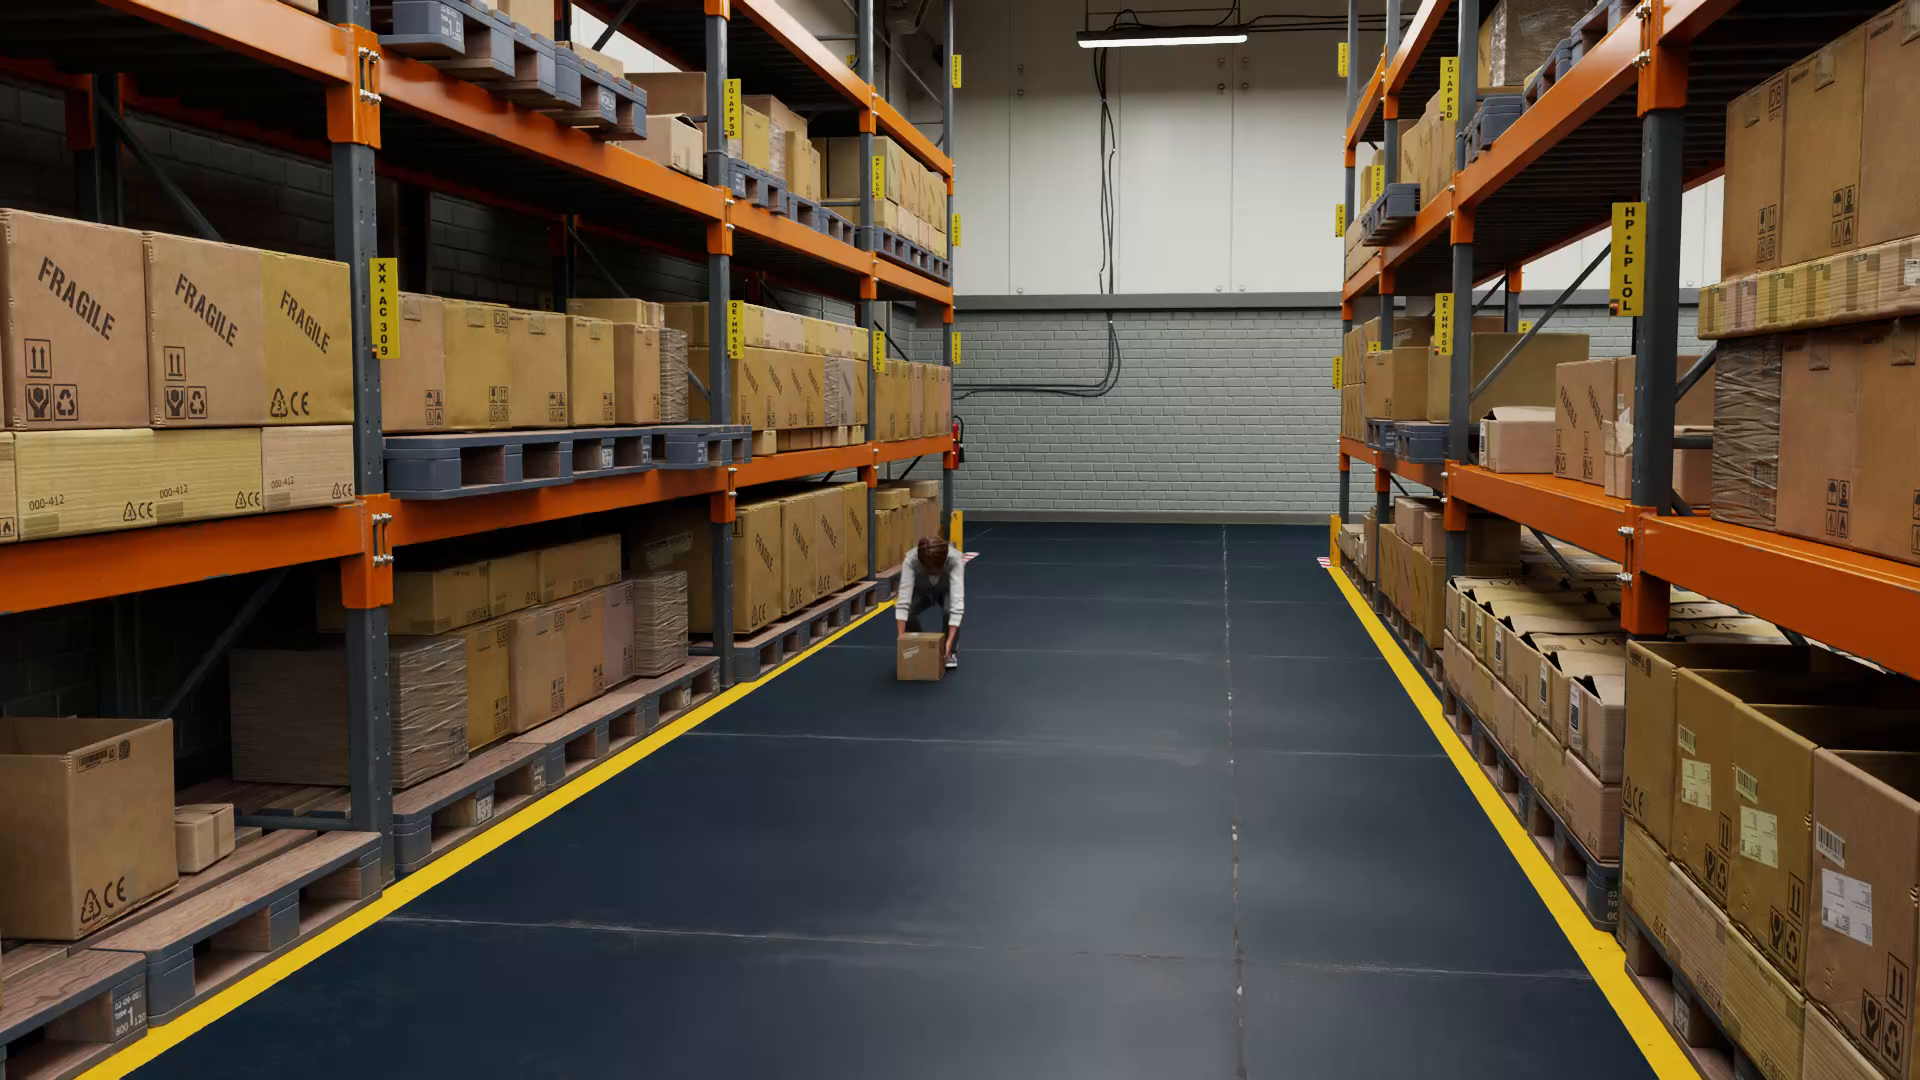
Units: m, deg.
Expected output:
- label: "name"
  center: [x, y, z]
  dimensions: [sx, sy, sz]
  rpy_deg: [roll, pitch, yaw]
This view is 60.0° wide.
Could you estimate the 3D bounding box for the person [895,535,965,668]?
- label: "person"
  center: [-0.164, 0.371, 10.222]
  dimensions: [0.442, 0.845, 0.799]
  rpy_deg: [1, 5, 8]
